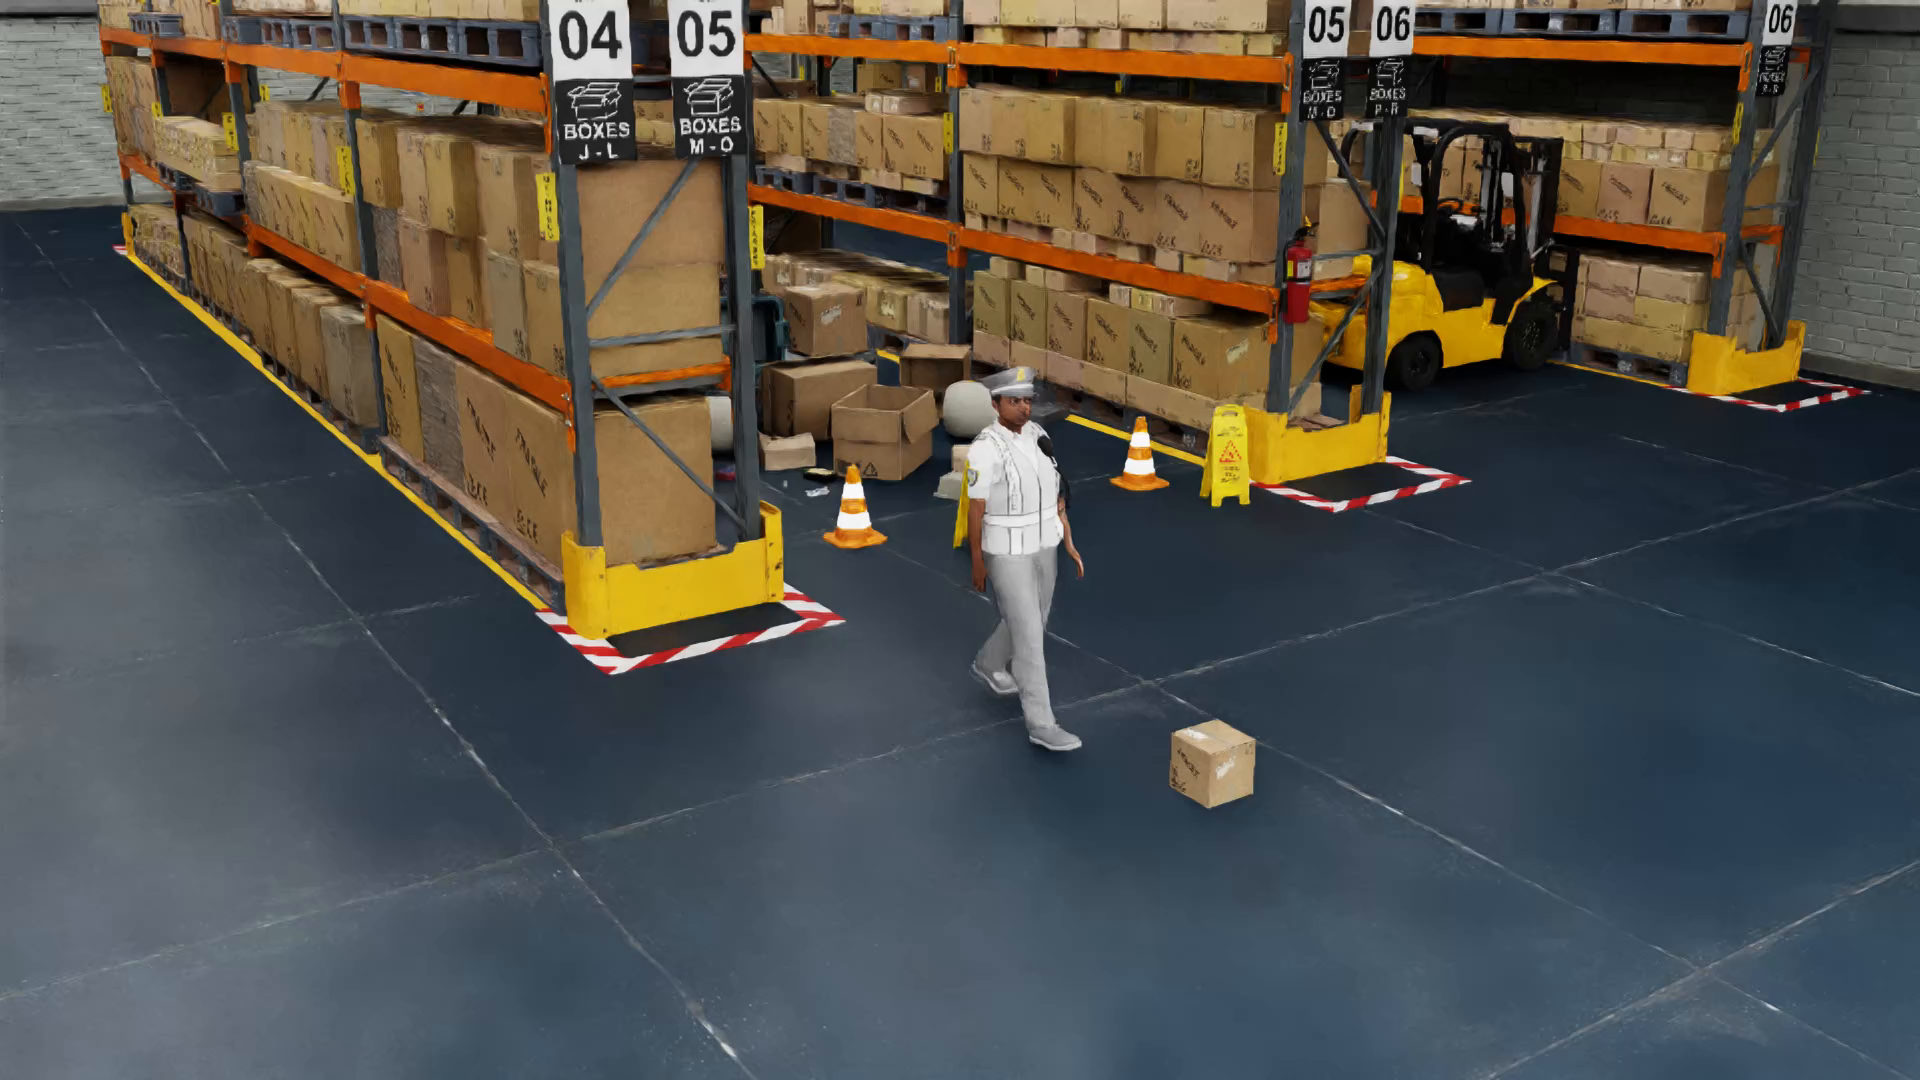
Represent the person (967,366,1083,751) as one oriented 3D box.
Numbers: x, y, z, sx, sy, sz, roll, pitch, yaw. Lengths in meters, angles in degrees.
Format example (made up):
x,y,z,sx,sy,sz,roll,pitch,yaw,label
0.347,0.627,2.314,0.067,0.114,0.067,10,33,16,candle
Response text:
x,y,z,sx,sy,sz,roll,pitch,yaw,label
0.302,0.042,7.372,0.444,1.653,0.874,-17,25,-41,person
